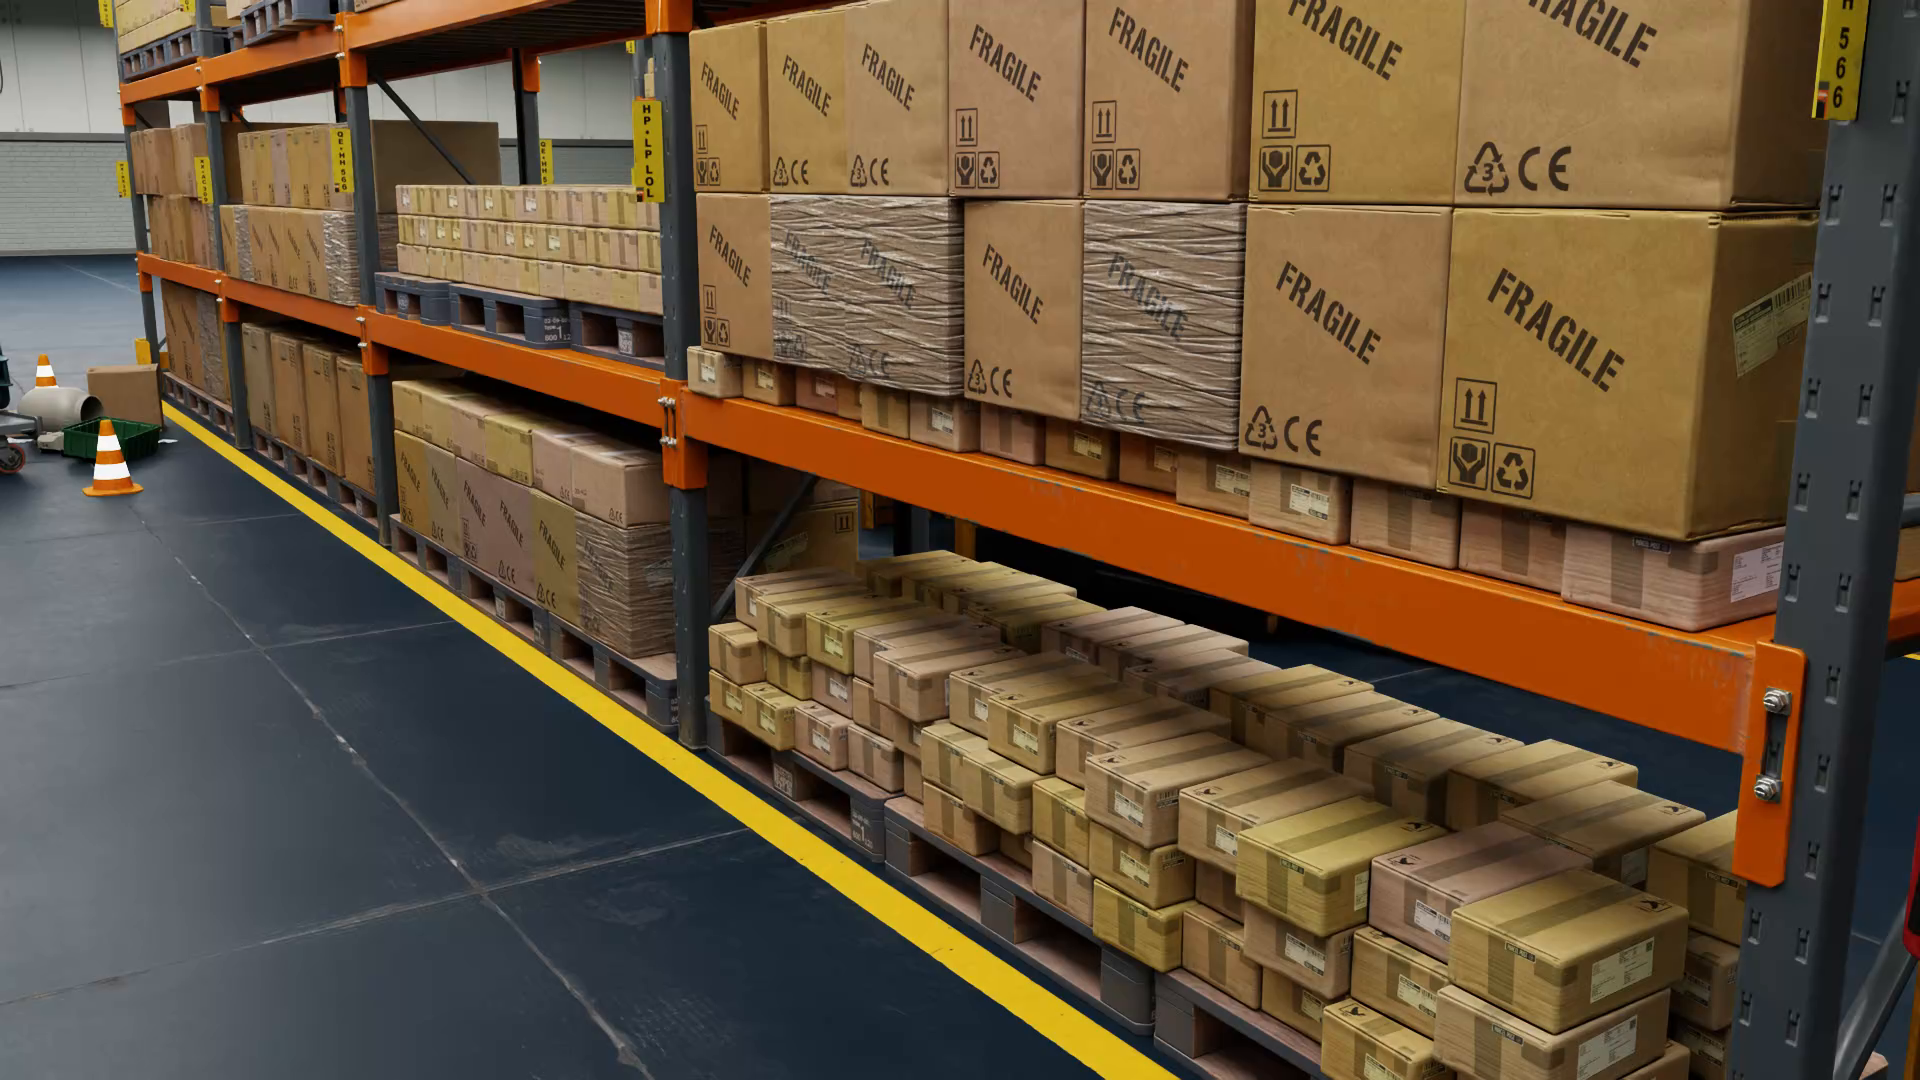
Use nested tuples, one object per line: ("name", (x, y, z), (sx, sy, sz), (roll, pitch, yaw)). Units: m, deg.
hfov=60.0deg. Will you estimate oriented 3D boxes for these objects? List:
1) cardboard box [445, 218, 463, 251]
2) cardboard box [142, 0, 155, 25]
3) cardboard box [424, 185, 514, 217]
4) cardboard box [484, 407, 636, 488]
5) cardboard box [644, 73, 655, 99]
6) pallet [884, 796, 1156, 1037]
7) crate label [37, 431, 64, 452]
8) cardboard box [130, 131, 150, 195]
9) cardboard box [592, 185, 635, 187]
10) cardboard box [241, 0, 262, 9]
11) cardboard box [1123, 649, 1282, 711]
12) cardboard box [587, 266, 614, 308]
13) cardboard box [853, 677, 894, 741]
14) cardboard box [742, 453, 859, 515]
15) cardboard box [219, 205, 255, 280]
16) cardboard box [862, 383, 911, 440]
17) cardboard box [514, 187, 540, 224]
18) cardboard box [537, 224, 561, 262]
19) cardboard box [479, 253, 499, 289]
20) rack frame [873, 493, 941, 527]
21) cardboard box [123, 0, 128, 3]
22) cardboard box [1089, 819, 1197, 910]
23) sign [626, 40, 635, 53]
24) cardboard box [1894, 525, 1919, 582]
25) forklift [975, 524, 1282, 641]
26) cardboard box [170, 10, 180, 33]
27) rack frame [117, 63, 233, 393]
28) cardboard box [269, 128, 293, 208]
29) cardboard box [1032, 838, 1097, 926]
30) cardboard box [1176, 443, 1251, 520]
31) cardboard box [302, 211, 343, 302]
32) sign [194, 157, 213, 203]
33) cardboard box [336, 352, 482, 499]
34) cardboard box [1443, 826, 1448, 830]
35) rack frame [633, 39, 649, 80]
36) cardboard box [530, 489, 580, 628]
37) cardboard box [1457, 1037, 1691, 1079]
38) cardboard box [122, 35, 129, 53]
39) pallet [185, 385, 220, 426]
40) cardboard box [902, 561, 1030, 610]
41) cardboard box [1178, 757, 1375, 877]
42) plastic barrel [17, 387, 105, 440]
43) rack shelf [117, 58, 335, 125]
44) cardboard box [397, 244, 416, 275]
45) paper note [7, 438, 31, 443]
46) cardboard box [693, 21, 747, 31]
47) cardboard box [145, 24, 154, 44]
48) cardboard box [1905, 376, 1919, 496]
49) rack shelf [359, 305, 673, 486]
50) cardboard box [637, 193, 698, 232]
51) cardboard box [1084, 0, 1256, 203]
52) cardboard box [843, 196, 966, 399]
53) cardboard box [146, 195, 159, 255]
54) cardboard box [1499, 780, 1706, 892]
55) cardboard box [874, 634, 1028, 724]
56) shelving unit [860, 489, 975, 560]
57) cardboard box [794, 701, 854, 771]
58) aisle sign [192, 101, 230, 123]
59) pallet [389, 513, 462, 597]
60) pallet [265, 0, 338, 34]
("cardboard box", (-2.238, -1.468, 7.963), (0.380, 0.149, 0.250), (-8, 15, -33))
("cardboard box", (-6.320, -4.319, 13.506), (0.500, 0.250, 0.500), (-8, 15, -33))
("cardboard box", (-2.403, -1.666, 8.173), (0.380, 0.149, 0.250), (-8, 15, -33))
("cardboard box", (-1.767, -0.417, 7.359), (0.500, 0.250, 0.500), (-9, 15, -35))
("cardboard box", (-2.977, -4.758, 17.427), (0.500, 0.250, 0.500), (-8, 14, -31))
("pallet", (0.516, 0.916, 4.679), (1.003, 0.211, 1.213), (-8, 15, -33))
("crate label", (-6.702, -0.732, 12.390), (0.250, 0.136, 0.298), (4, 13, 16))
("cardboard box", (-7.041, -3.443, 15.206), (0.875, 0.550, 0.550), (-8, 15, -33))
("cardboard box", (-1.566, -1.648, 8.089), (0.380, 0.149, 0.250), (-8, 15, -33))
("cardboard box", (-4.438, -3.518, 10.778), (0.380, 0.149, 0.250), (-8, 15, -33))
("cardboard box", (0.679, 0.431, 4.666), (0.380, 0.149, 0.250), (-8, 15, -33))
("cardboard box", (-1.231, -0.999, 6.513), (0.380, 0.149, 0.250), (-8, 15, -33))
("cardboard box", (-0.104, 0.488, 5.104), (0.380, 0.149, 0.250), (-9, 15, -36))
("cardboard box", (-0.755, -0.292, 6.787), (0.500, 0.250, 0.500), (-9, 15, -35))
("cardboard box", (-4.930, -2.125, 11.823), (0.500, 0.500, 0.500), (-8, 15, -32))
("cardboard box", (-0.053, -0.387, 4.697), (0.380, 0.149, 0.250), (-8, 15, -32))
("cardboard box", (-1.672, -1.432, 7.101), (0.380, 0.149, 0.250), (-9, 15, -35))
("cardboard box", (-1.530, -1.240, 6.917), (0.380, 0.149, 0.250), (-9, 15, -36))
("cardboard box", (-1.965, -1.233, 7.586), (0.380, 0.149, 0.250), (-8, 15, -32))
("rack frame", (-0.329, -0.838, 9.684), (0.500, 1.500, 0.032), (-8, 15, -33))
("cardboard box", (-7.014, -4.712, 14.370), (0.380, 0.149, 0.250), (-8, 15, -34))
("cardboard box", (0.534, 0.732, 3.987), (0.380, 0.149, 0.250), (-8, 15, -32))
("sign", (-3.480, -5.310, 17.555), (0.100, 0.325, 0.005), (-8, 15, -33))
("cardboard box", (1.744, -0.041, 3.116), (0.380, 0.149, 0.250), (-8, 15, -33))
("forklift", (1.474, -1.112, 7.585), (1.130, 2.935, 3.031), (-12, 17, -44))
("cardboard box", (-5.750, -3.916, 12.595), (0.380, 0.149, 0.250), (-8, 15, -32))
("rack frame", (-7.214, -2.913, 15.660), (1.000, 3.000, 0.127), (-8, 15, -33))
("cardboard box", (-4.151, -2.470, 11.061), (0.700, 0.500, 0.500), (-8, 15, -32))
("cardboard box", (0.408, 0.829, 4.239), (0.380, 0.149, 0.250), (-8, 15, -32))
("cardboard box", (0.695, -0.154, 3.630), (0.380, 0.149, 0.250), (-9, 15, -35))
("cardboard box", (-3.530, -1.676, 9.771), (0.500, 0.500, 0.500), (-8, 15, -33))
("sign", (-5.459, -2.597, 12.005), (0.100, 0.325, 0.005), (-8, 15, -33))
("cardboard box", (-3.044, -0.715, 9.894), (1.050, 0.750, 0.750), (-8, 15, -34))
("cardboard box", (1.209, 0.705, 4.113), (0.380, 0.149, 0.250), (-8, 14, -31))
("rack frame", (-3.029, -6.413, 17.622), (1.000, 3.000, 0.127), (-8, 15, -33))
("cardboard box", (-1.469, 0.044, 7.006), (0.500, 0.500, 0.500), (-9, 15, -34))
("cardboard box", (1.186, 1.051, 3.223), (0.380, 0.149, 0.250), (-8, 15, -32))
("cardboard box", (-7.149, -4.365, 14.652), (0.380, 0.149, 0.250), (-8, 15, -32))
("pallet", (-6.034, -1.201, 14.359), (1.003, 0.211, 1.213), (-8, 15, -33))
("cardboard box", (0.023, 0.191, 5.762), (0.380, 0.149, 0.250), (-8, 15, -32))
("cardboard box", (0.715, 0.629, 3.760), (0.380, 0.149, 0.250), (-9, 15, -35))
("plastic barrel", (-6.903, -0.963, 12.775), (0.512, 0.421, 0.421), (1, 12, 6))
("rack shelf", (-6.106, -3.671, 13.790), (1.077, 0.370, 4.000), (-8, 15, -33))
("cardboard box", (-2.702, -1.469, 8.663), (0.380, 0.149, 0.250), (-8, 15, -34))
("paper note", (-7.273, -0.772, 12.839), (0.172, 0.023, 0.155), (-3, 13, -13))
("cardboard box", (-2.431, -5.090, 16.493), (0.500, 0.500, 0.500), (-8, 15, -33))
("cardboard box", (-6.450, -4.141, 13.626), (0.380, 0.149, 0.250), (-8, 15, -32))
("cardboard box", (1.632, -0.374, 3.120), (0.500, 0.500, 0.500), (-7, 14, -30))
("rack shelf", (-1.673, -0.783, 7.604), (1.077, 0.370, 4.000), (-8, 15, -33))
("cardboard box", (-0.950, -1.200, 6.040), (0.380, 0.149, 0.250), (-7, 14, -30))
("cardboard box", (0.614, -0.983, 3.566), (0.500, 0.500, 0.500), (-7, 14, -30))
("cardboard box", (0.029, -0.674, 4.492), (0.500, 0.500, 0.500), (-8, 15, -34))
("cardboard box", (-6.971, -2.925, 15.367), (0.875, 0.550, 0.550), (-8, 15, -33))
("cardboard box", (1.391, 0.661, 3.613), (0.380, 0.149, 0.250), (-8, 15, -32))
("cardboard box", (-0.026, 0.398, 4.819), (0.380, 0.149, 0.250), (-8, 15, -32))
("shelving unit", (-0.042, -0.746, 9.264), (0.587, 1.500, 1.083), (-8, 15, -33))
("cardboard box", (-0.303, 0.597, 5.300), (0.380, 0.149, 0.250), (-8, 15, -33))
("aisle sign", (-7.003, -4.231, 15.603), (0.394, 0.787, 0.004), (-8, 15, -33))
("pallet", (-2.350, 0.011, 8.816), (1.003, 0.211, 1.213), (-8, 15, -33))
("pallet", (-3.182, -2.971, 9.349), (1.213, 0.211, 1.003), (-7, 14, -30))
